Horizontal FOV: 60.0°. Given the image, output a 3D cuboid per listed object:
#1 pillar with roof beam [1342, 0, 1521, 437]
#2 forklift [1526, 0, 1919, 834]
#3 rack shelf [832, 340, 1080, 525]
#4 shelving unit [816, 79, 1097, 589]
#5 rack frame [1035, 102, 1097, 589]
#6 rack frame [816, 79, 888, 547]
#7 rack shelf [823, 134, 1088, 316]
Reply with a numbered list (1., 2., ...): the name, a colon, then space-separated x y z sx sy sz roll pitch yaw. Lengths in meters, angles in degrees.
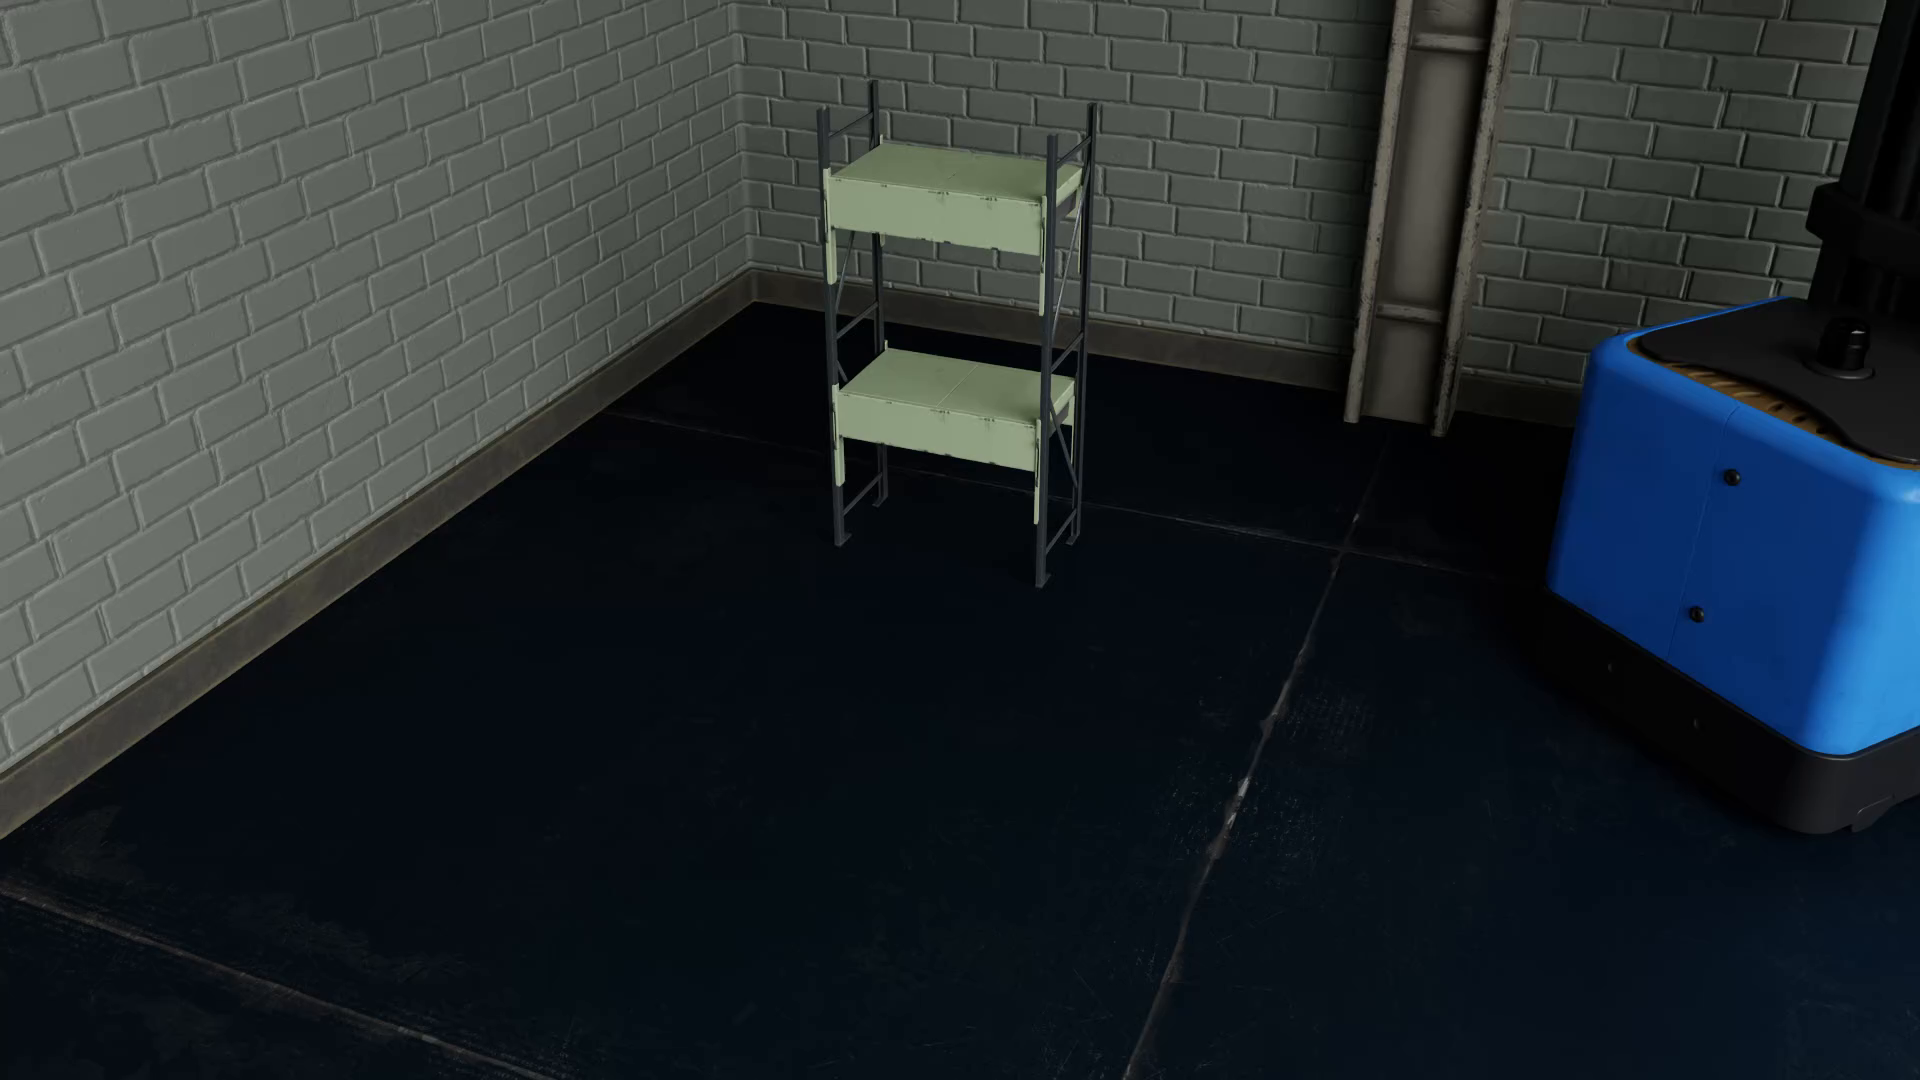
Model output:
1. pillar with roof beam: 0.137 -2.460 0.956 0.400 9.000 9.100 11 31 19
2. forklift: 3.254 -1.012 4.562 3.031 2.935 1.130 -14 33 -24
3. rack shelf: -0.006 -0.370 5.544 0.720 0.370 0.431 11 31 19
4. shelving unit: -0.006 -0.654 5.383 0.755 1.500 0.431 11 31 19
5. rack frame: 0.333 -0.586 5.263 0.023 1.500 0.400 11 31 19
6. rack frame: -0.345 -0.722 5.503 0.023 1.500 0.400 11 31 19
7. rack shelf: -0.006 -0.994 5.191 0.720 0.370 0.431 11 31 19
